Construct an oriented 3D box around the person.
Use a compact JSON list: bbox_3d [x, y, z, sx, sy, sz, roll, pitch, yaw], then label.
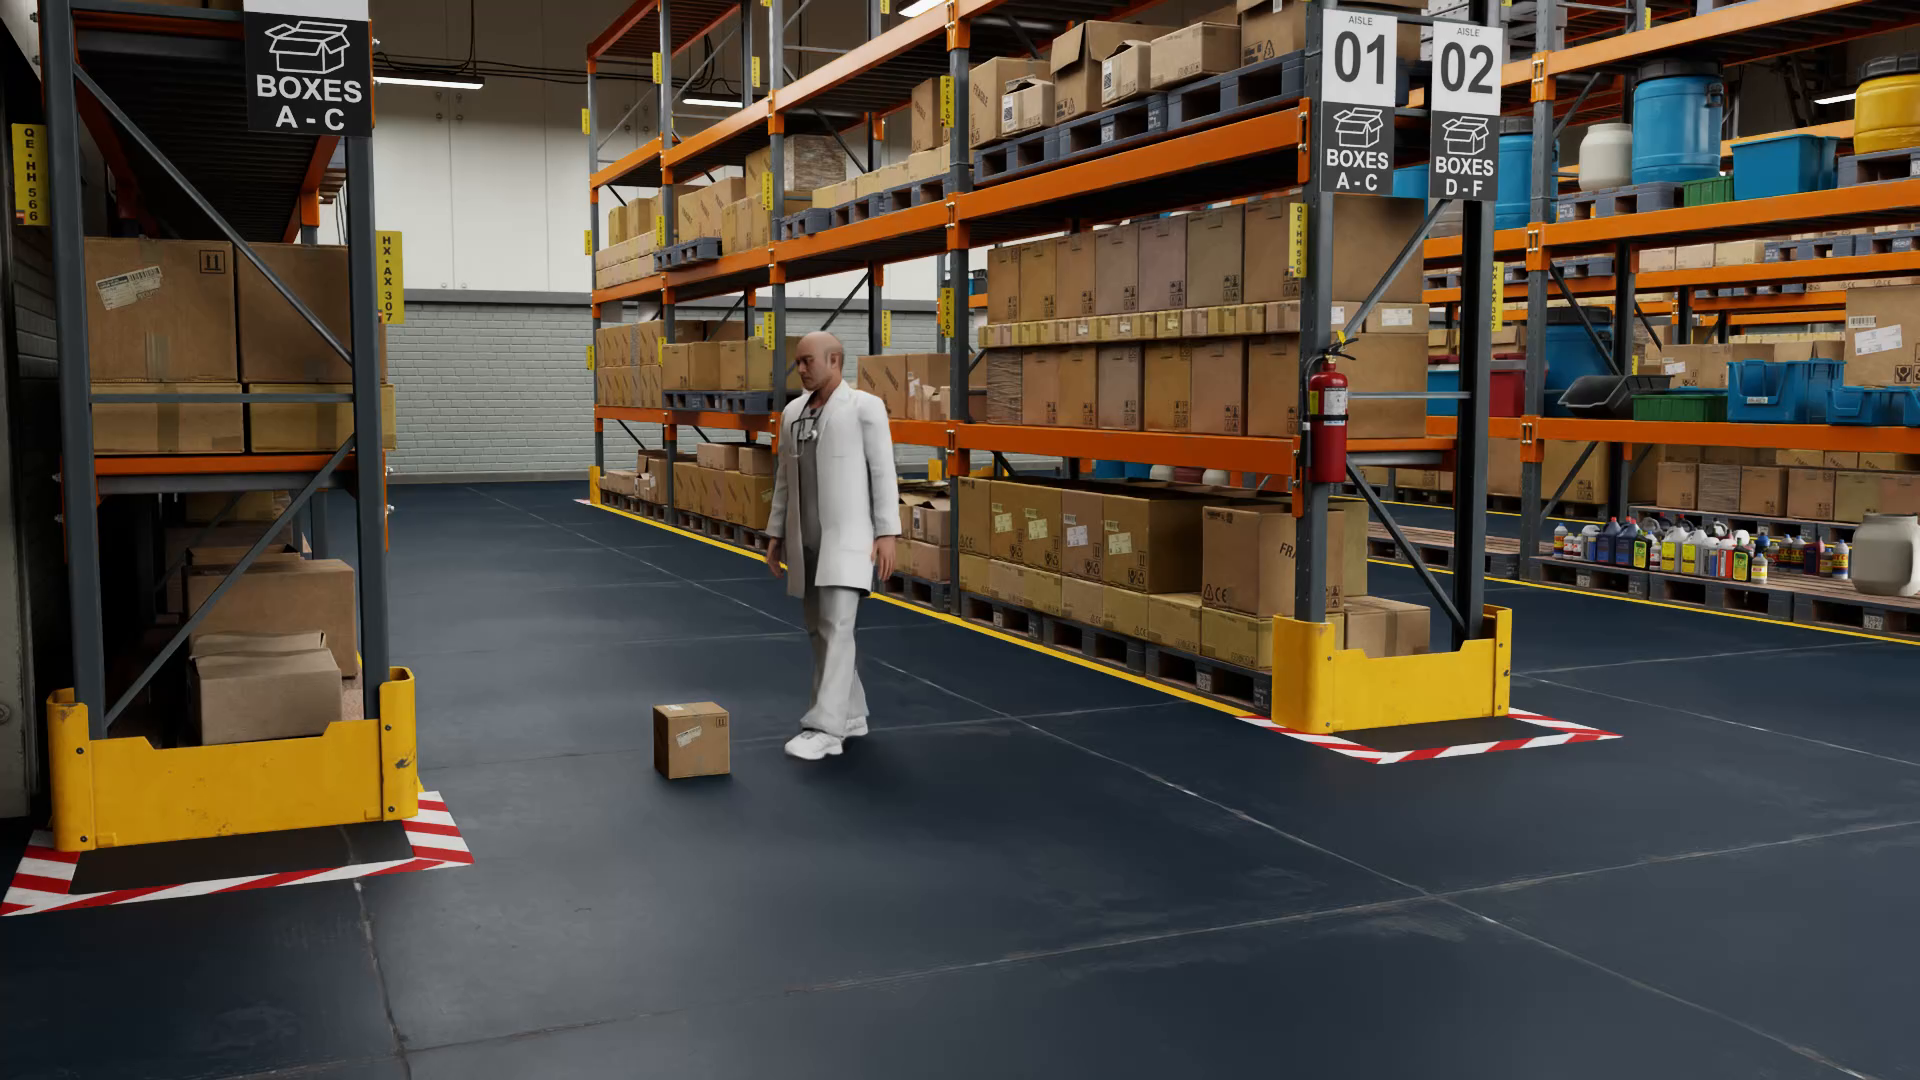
[{"bbox_3d":[-0.631,0.113,6.966,0.636,1.551,0.792,4,6,35],"label":"person"}]
